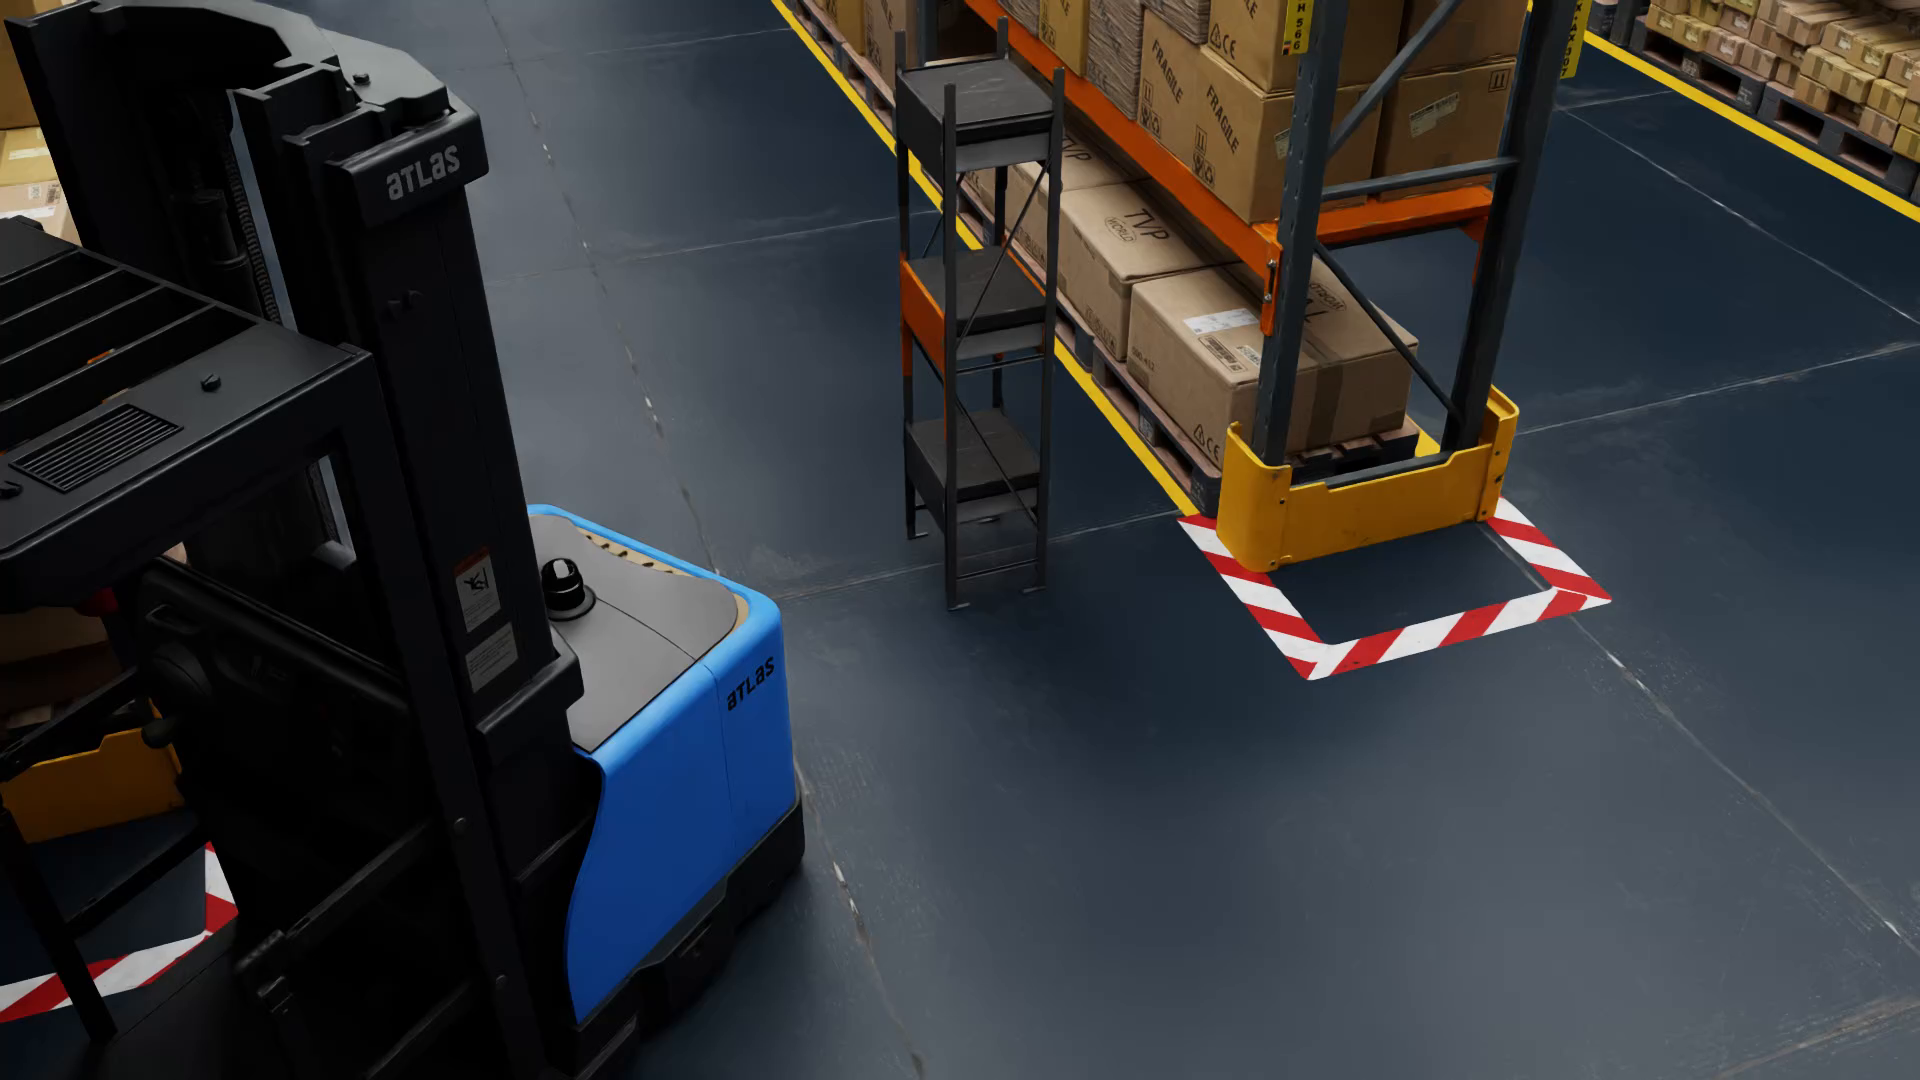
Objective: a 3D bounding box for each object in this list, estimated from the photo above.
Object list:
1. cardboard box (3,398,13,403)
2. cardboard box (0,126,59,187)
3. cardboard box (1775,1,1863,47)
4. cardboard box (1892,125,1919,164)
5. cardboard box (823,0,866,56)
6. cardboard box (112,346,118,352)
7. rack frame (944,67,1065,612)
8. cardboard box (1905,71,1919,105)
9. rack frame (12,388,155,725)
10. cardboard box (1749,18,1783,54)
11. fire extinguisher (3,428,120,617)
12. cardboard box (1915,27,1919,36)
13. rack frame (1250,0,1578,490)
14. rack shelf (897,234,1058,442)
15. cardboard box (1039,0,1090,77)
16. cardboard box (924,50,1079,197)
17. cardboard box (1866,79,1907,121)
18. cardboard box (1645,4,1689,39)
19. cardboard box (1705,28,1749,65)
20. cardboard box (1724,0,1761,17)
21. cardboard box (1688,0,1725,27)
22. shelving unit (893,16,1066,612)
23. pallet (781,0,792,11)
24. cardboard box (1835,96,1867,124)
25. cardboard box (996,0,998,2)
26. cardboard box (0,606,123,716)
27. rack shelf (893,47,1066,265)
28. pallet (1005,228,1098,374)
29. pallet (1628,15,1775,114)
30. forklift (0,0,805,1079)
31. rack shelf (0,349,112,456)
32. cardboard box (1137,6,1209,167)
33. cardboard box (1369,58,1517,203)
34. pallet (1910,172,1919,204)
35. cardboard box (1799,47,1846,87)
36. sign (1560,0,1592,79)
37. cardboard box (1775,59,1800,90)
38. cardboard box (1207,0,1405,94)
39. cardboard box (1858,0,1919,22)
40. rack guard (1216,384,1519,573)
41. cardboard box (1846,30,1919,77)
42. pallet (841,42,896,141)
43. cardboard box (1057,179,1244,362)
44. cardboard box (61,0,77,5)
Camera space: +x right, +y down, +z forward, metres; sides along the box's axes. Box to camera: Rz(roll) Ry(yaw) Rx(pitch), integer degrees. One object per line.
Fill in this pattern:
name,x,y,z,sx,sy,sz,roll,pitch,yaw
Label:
cardboard box,-2.937,-0.628,4.968,0.500,0.250,0.500,-12,39,-16
cardboard box,-3.288,-1.199,5.726,0.500,0.250,0.500,-13,39,-17
cardboard box,5.080,-3.054,9.837,0.380,0.149,0.250,-12,39,-15
cardboard box,5.424,-2.212,9.213,0.380,0.149,0.250,-14,39,-18
cardboard box,-0.358,-3.708,10.597,0.875,0.875,0.875,-11,38,-15
cardboard box,-3.501,-0.602,6.785,0.500,0.500,0.500,-12,39,-15
rack frame,0.141,-0.607,5.811,0.400,2.100,0.015,-12,39,-16
cardboard box,5.403,-2.456,9.043,0.380,0.149,0.250,-11,38,-14
rack frame,-3.034,-0.257,4.598,1.000,3.000,0.127,-12,39,-16
cardboard box,5.065,-3.098,10.143,0.380,0.149,0.250,-14,39,-18
fire extinguisher,-2.549,-0.090,4.751,0.296,0.674,0.183,-12,39,-16
cardboard box,5.729,-2.864,9.585,0.380,0.149,0.250,-12,39,-16
rack frame,1.625,-1.287,5.966,1.000,3.000,0.127,-12,39,-16
rack shelf,0.057,-0.734,6.002,0.431,0.518,0.480,-12,39,-16
cardboard box,0.676,-2.409,7.372,0.500,0.500,0.500,-11,38,-15
cardboard box,0.364,-2.314,9.110,0.875,0.438,0.875,-13,39,-17
cardboard box,5.347,-2.488,9.333,0.380,0.149,0.250,-11,38,-14
cardboard box,4.685,-3.386,10.772,0.380,0.149,0.250,-14,39,-18
cardboard box,4.911,-3.105,10.400,0.380,0.149,0.250,-13,39,-16
cardboard box,4.958,-3.357,10.240,0.380,0.149,0.250,-13,39,-17
cardboard box,4.857,-3.381,10.519,0.380,0.149,0.250,-12,39,-16
shelving unit,0.057,-0.745,5.994,0.431,2.100,0.503,-12,39,-16
pallet,-0.927,-4.232,12.192,1.003,0.211,1.213,-12,39,-16
cardboard box,5.332,-2.528,9.634,0.380,0.149,0.250,-11,38,-15
cardboard box,0.334,-2.982,8.133,0.500,0.500,0.500,-12,39,-16
cardboard box,-3.156,0.207,5.708,0.797,0.503,0.637,-14,39,-18
rack shelf,0.057,-1.293,5.581,0.431,0.518,0.480,-12,39,-16
pallet,0.860,-1.297,8.296,1.003,0.211,1.213,-12,39,-16
pallet,5.126,-3.143,10.747,1.003,0.211,1.213,-12,39,-16
forklift,-1.707,0.456,3.709,1.130,2.935,3.031,21,42,25
rack shelf,-3.722,-1.100,6.315,1.077,0.370,4.000,-12,39,-16
cardboard box,1.052,-1.831,6.605,0.500,0.500,0.500,-13,39,-17
cardboard box,1.730,-1.658,6.374,0.500,0.500,0.500,-13,39,-16
pallet,5.966,-1.764,8.917,1.003,0.211,1.213,-12,39,-16
cardboard box,5.165,-2.782,9.723,0.380,0.149,0.250,-13,39,-16
sign,2.148,-1.776,5.829,0.100,0.325,0.005,-12,39,-16
cardboard box,5.171,-2.828,10.031,0.380,0.149,0.250,-14,39,-18
cardboard box,1.236,-1.949,5.931,0.500,0.500,0.500,-11,38,-14
cardboard box,5.642,-3.176,10.000,0.380,0.149,0.250,-14,39,-18
rack guard,1.633,-0.275,6.700,1.175,0.500,0.348,-12,39,-16
cardboard box,5.299,-2.770,9.460,0.380,0.149,0.250,-12,39,-16
pallet,-0.088,-2.853,10.362,1.003,0.211,1.213,-12,39,-16
cardboard box,0.981,-1.299,7.762,0.875,0.438,0.875,-11,38,-15
cardboard box,-3.820,-2.059,6.867,0.500,0.250,0.500,-12,39,-16
